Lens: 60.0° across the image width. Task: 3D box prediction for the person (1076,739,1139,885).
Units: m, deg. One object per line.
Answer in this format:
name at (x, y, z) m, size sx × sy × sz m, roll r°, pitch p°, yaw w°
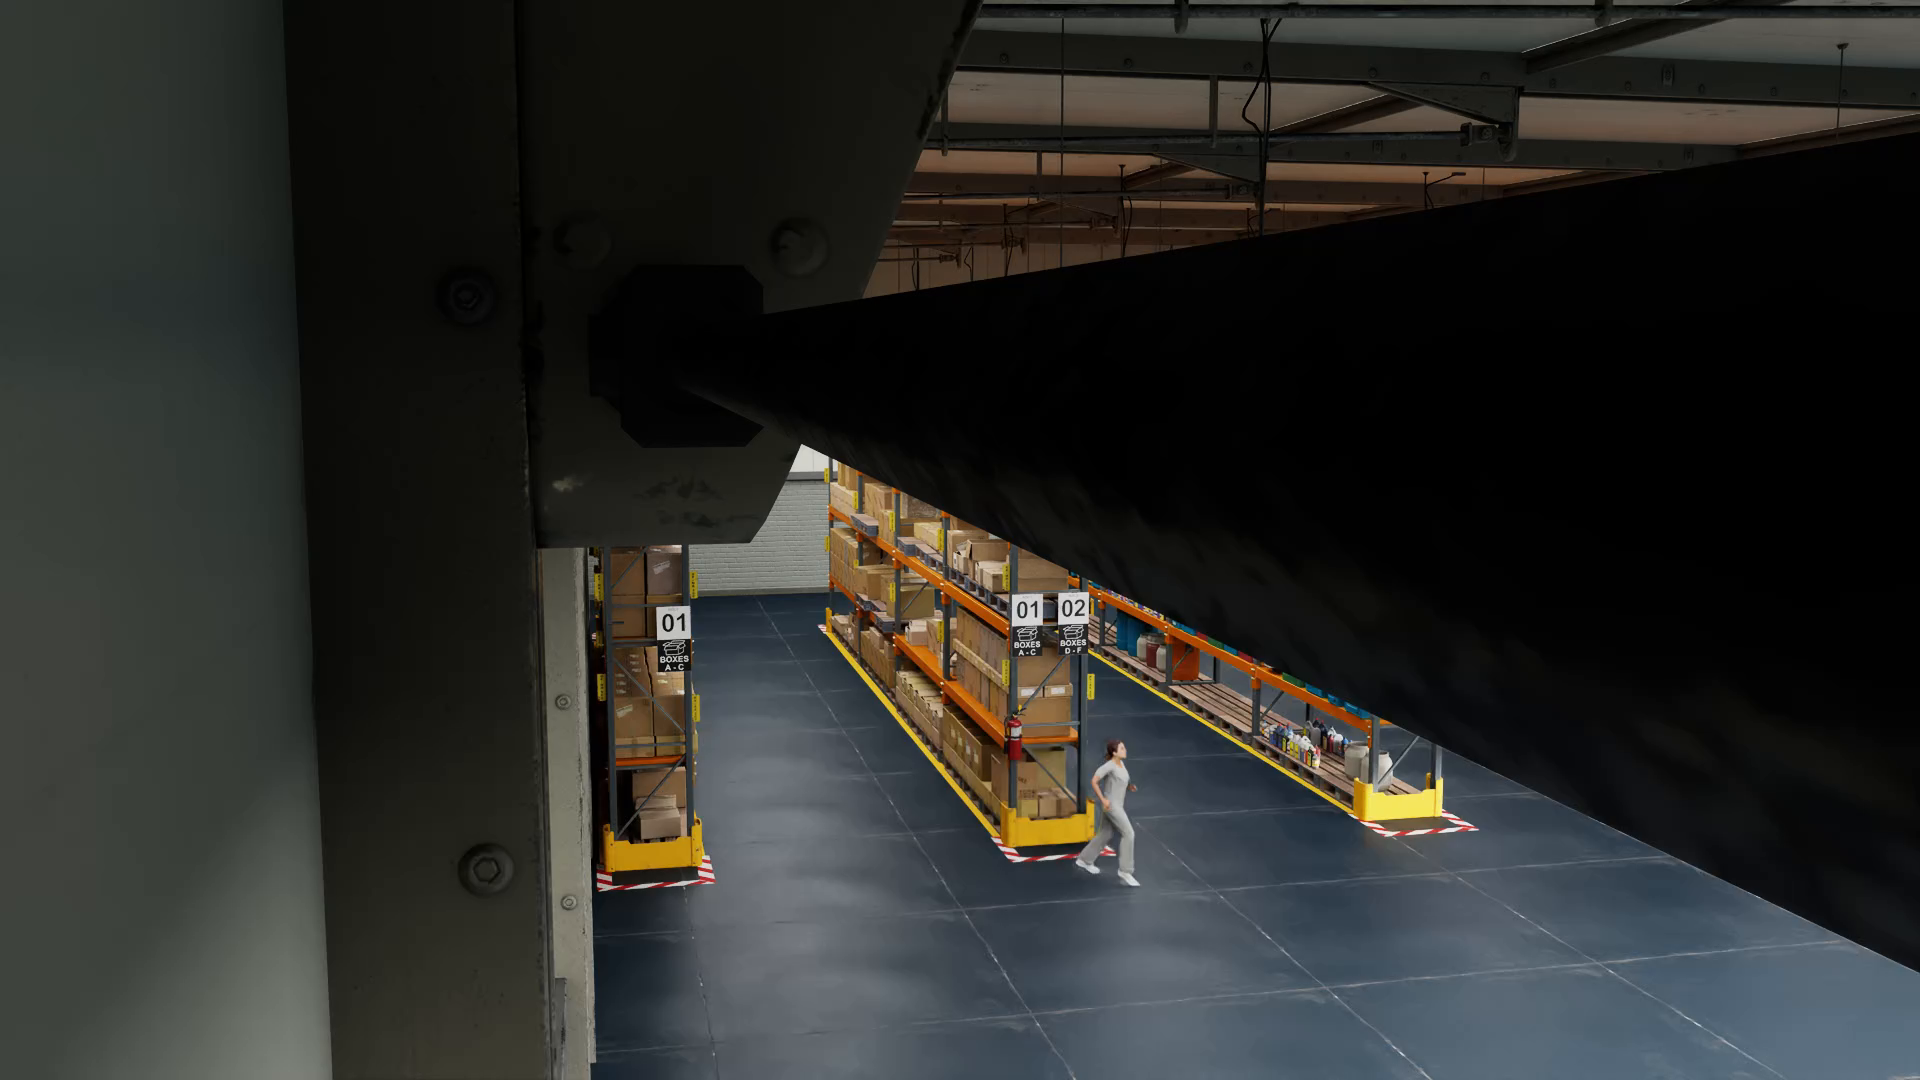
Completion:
person at (1.762, 3.195, 19.632) m, size 0.784 × 1.706 × 0.564 m, roll 2°, pitch 7°, yaw 14°
